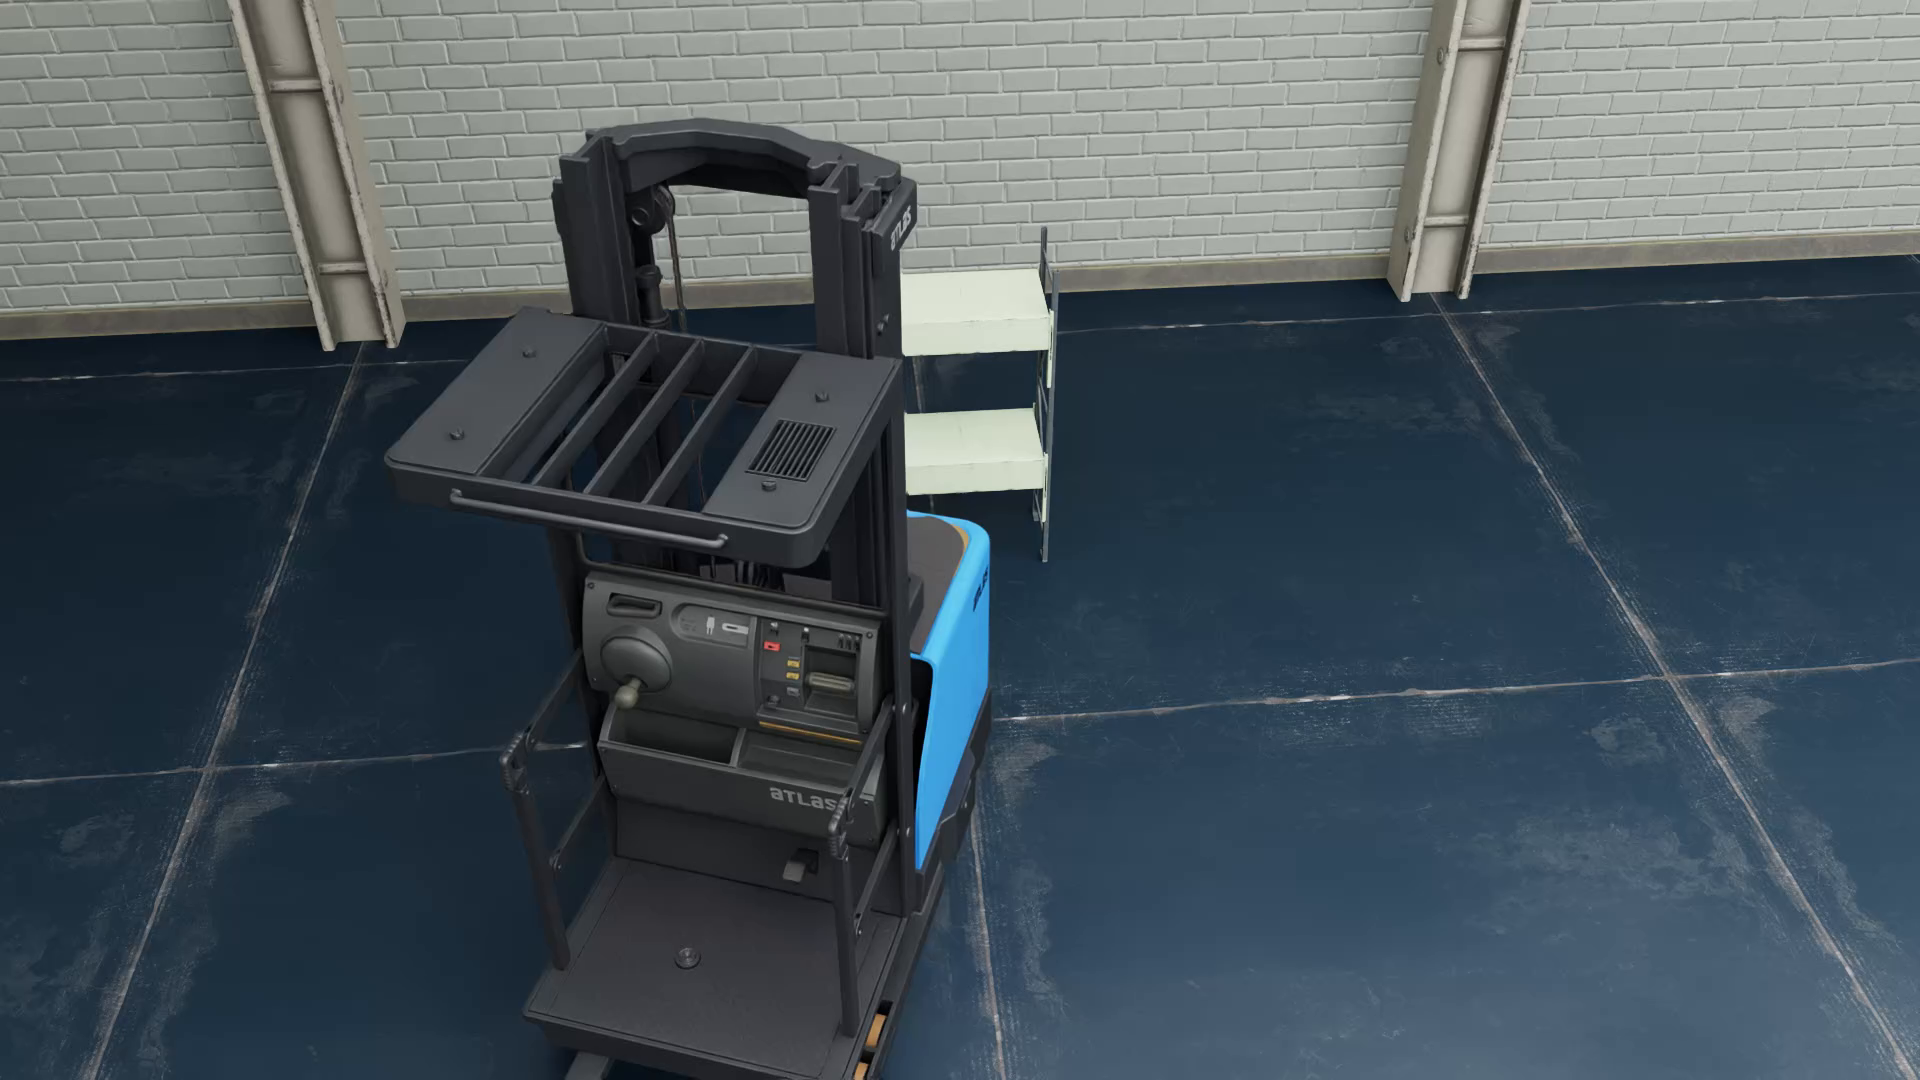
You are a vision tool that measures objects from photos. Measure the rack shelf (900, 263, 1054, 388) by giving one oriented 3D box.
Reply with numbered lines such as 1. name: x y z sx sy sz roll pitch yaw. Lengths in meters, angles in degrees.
1. rack shelf: 0.007 -0.896 7.044 0.720 0.370 0.431 -3 38 -4

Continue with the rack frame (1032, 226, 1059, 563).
1. rack frame: 0.371 -0.609 7.311 0.023 1.500 0.400 -3 38 -4

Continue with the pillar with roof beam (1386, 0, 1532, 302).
1. pillar with roof beam: 3.073 -2.341 3.452 0.400 9.000 9.100 -3 38 -4

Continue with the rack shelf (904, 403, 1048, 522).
1. rack shelf: 0.007 -0.333 7.488 0.720 0.370 0.431 -3 38 -4

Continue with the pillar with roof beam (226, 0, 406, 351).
1. pillar with roof beam: -2.903 -2.012 3.035 0.400 9.000 9.100 -3 38 -4

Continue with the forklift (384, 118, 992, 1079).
1. forklift: -0.750 0.433 4.835 1.130 2.935 3.031 9 39 12

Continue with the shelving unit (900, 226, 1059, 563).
1. shelving unit: 0.007 -0.589 7.286 0.755 1.500 0.431 -3 38 -4
